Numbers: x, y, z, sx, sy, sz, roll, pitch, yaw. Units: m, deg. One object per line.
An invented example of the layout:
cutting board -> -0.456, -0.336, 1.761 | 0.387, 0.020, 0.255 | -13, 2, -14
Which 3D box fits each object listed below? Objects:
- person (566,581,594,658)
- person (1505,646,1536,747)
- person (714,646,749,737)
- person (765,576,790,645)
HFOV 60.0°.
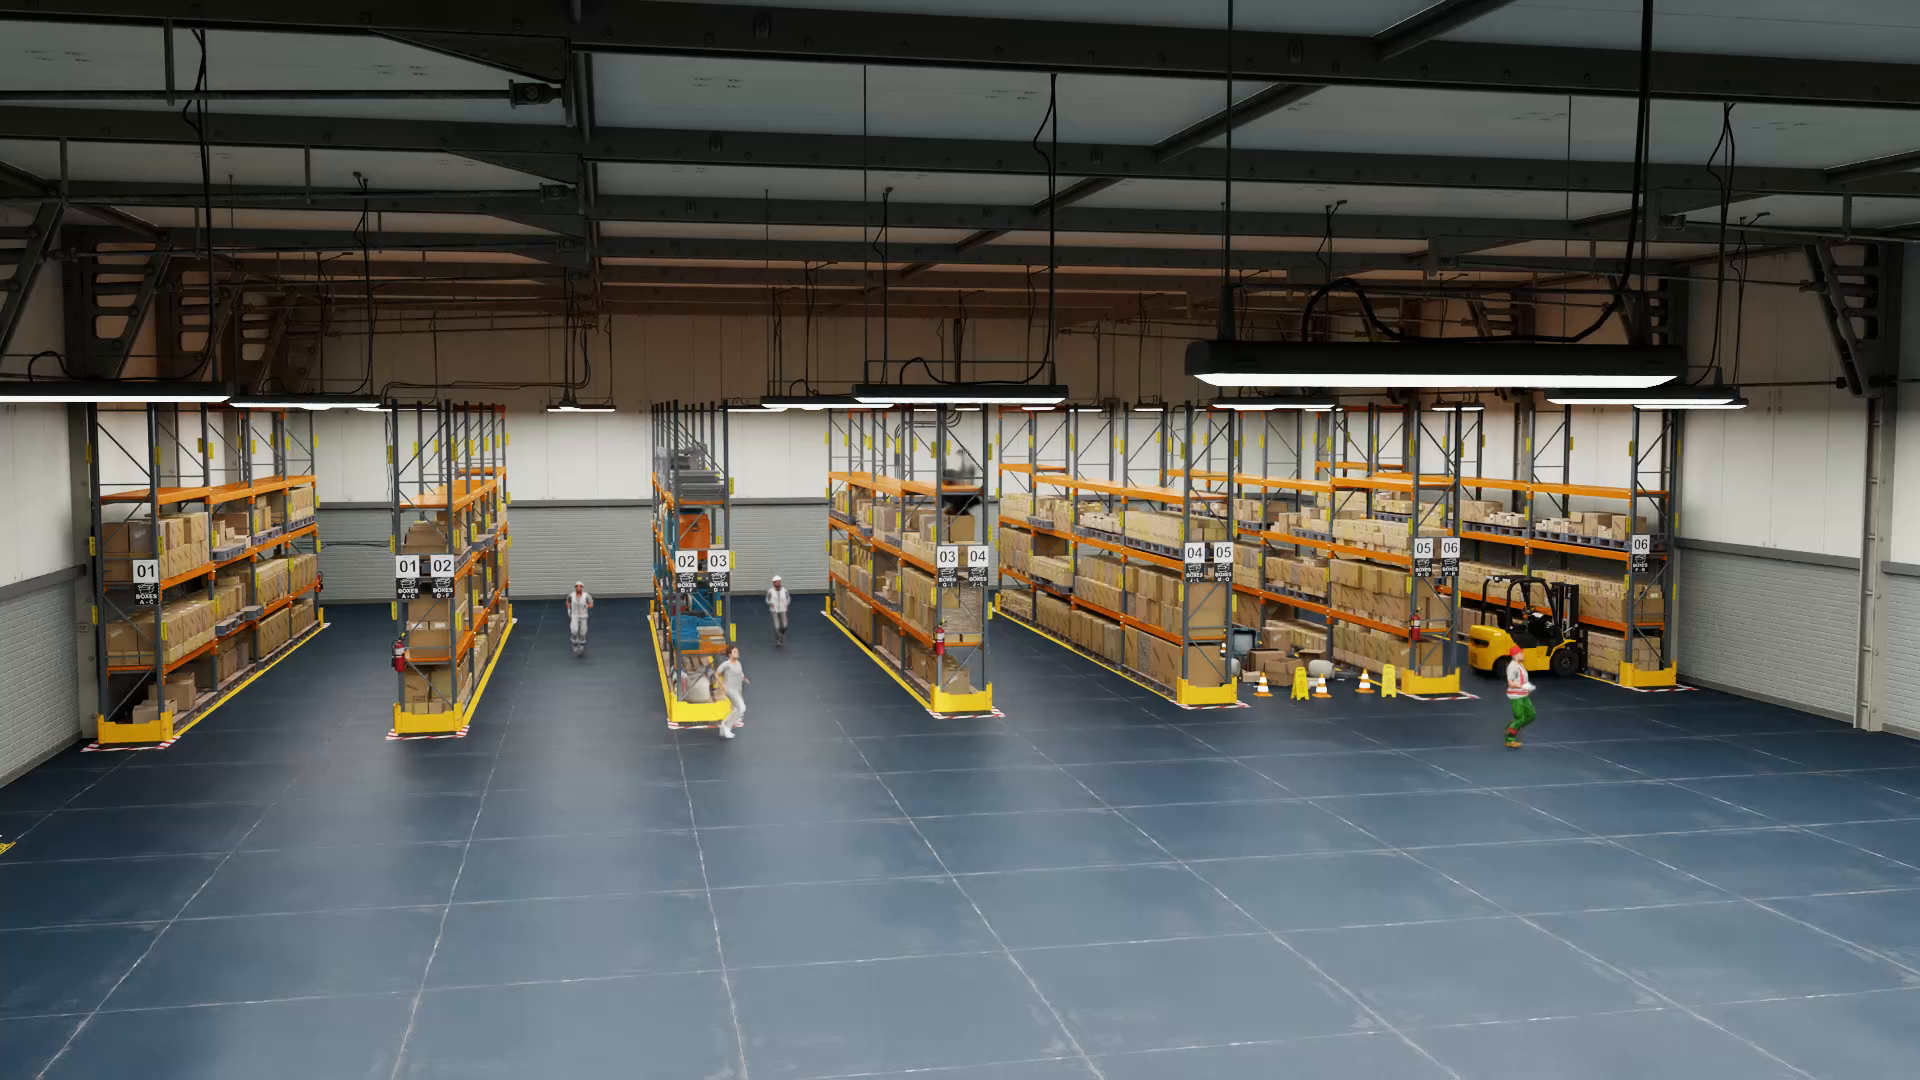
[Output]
person -> -8.996, 1.882, 39.395 | 0.638, 1.826, 0.782 | -1, 4, -12
person -> 9.641, 2.686, 28.541 | 0.581, 1.741, 0.643 | 3, 5, 36
person -> -3.993, 2.681, 29.358 | 0.618, 1.634, 0.548 | 2, 5, 28
person -> -4.479, 1.753, 41.101 | 0.635, 1.727, 0.564 | -1, 4, -14
